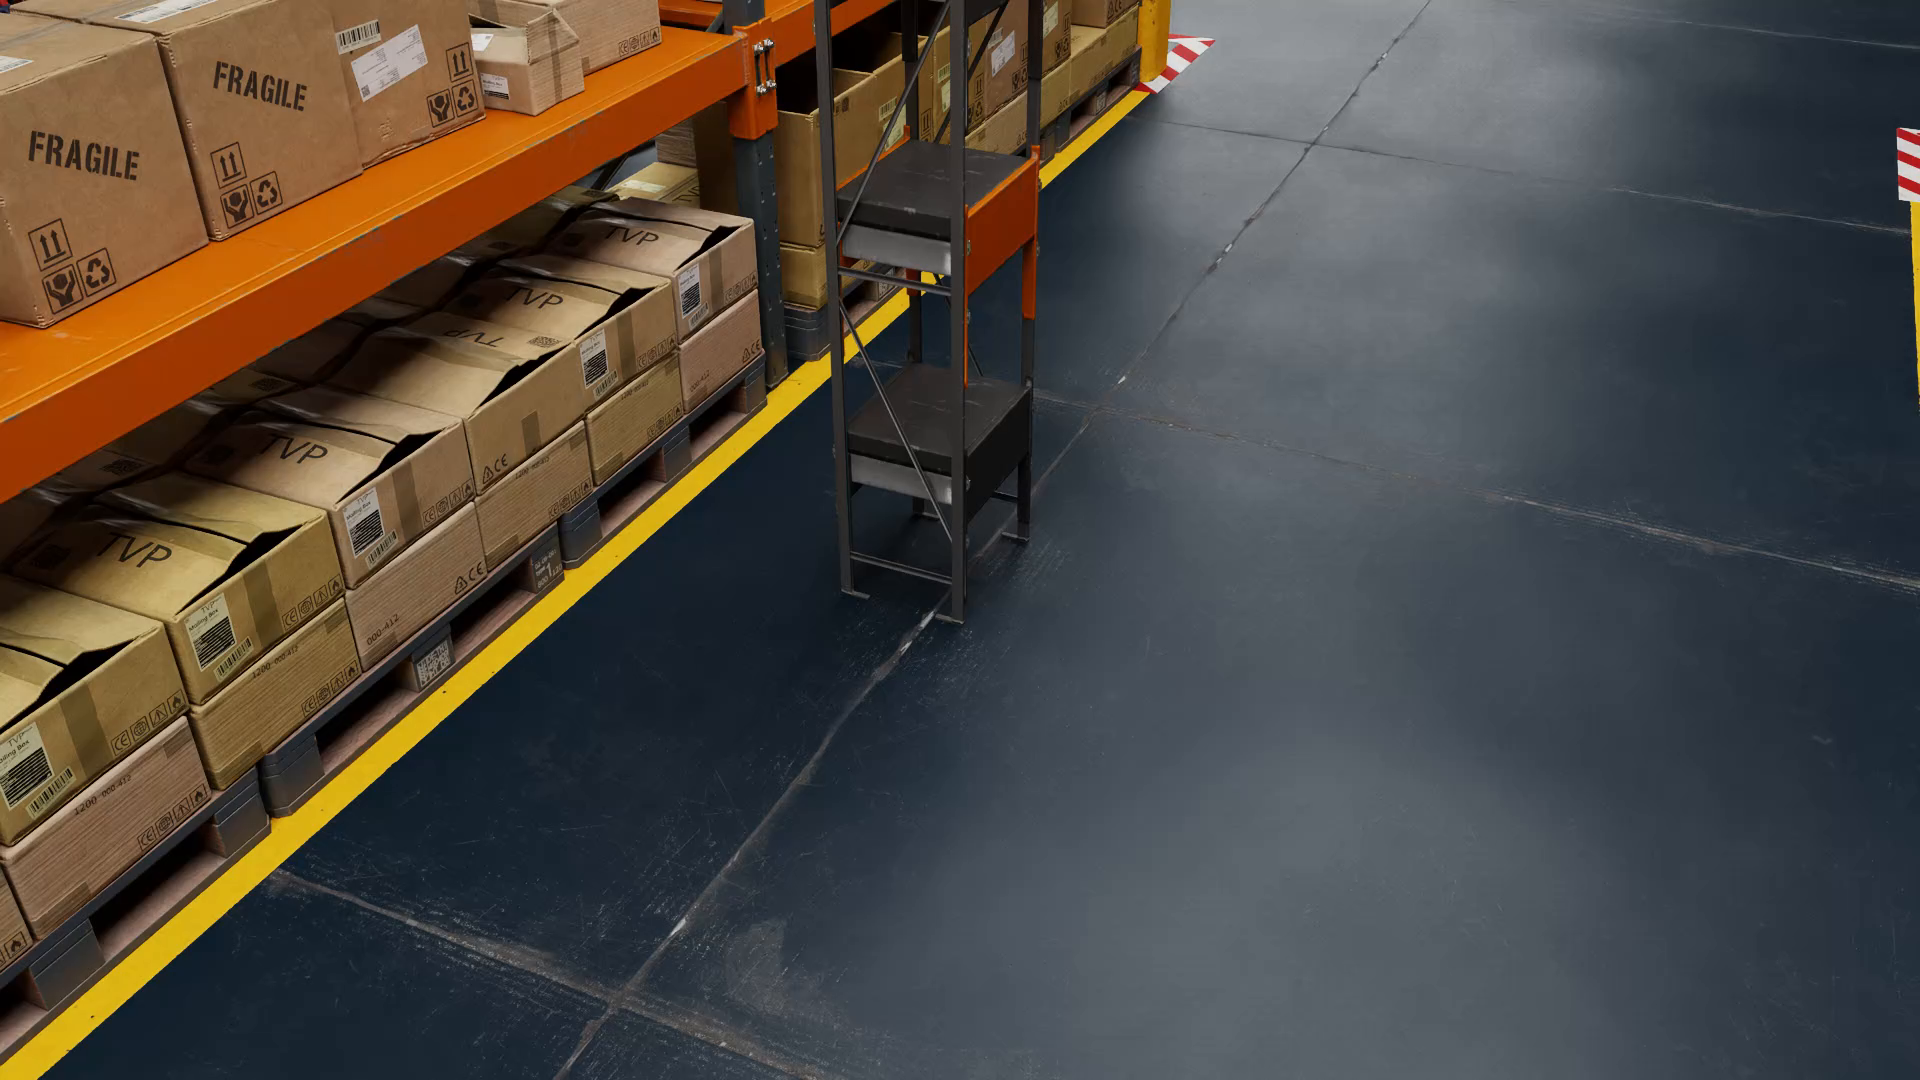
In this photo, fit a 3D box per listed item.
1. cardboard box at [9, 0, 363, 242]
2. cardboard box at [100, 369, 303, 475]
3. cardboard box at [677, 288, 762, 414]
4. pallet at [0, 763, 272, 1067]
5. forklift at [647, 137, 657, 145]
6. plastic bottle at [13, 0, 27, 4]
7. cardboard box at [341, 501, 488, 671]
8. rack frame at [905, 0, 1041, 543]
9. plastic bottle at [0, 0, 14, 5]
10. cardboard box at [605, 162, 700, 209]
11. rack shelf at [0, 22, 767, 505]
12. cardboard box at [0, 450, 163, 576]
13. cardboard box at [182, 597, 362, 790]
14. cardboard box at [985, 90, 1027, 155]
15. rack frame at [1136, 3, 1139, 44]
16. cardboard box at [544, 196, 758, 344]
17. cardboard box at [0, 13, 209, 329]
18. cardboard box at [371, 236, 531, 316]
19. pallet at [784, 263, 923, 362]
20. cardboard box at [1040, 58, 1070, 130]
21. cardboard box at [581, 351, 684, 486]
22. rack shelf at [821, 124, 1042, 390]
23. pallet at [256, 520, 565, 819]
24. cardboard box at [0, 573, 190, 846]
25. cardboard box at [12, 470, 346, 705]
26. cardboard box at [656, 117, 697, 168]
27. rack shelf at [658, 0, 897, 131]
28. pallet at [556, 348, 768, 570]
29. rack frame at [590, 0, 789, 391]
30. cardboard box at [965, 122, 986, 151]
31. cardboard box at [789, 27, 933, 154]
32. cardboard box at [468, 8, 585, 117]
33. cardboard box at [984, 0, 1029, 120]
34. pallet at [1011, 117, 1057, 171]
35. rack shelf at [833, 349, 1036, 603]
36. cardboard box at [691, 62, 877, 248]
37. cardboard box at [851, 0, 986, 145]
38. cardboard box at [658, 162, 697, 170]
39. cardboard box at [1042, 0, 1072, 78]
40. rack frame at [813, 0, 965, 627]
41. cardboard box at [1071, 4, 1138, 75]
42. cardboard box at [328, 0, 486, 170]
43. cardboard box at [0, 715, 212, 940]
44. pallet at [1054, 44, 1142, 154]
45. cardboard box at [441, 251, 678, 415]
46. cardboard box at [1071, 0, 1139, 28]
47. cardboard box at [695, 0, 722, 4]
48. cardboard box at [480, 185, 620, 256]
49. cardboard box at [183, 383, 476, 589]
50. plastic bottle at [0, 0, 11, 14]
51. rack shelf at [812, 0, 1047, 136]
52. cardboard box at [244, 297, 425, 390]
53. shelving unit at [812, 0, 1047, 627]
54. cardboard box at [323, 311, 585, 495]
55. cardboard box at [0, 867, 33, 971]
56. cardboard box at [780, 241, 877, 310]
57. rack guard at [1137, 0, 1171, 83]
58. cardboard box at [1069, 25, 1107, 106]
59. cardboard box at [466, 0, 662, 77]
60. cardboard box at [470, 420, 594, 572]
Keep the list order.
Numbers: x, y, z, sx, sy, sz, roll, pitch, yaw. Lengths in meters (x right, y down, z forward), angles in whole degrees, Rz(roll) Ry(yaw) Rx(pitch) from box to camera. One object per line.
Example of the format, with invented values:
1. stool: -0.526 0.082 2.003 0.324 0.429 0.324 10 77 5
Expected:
1. cardboard box: -1.881 -1.097 4.096 0.500 0.500 0.500 14 36 21
2. cardboard box: -2.156 -0.291 4.572 0.500 0.311 0.500 15 36 22
3. cardboard box: -1.025 -0.698 5.704 0.500 0.250 0.500 14 36 20
4. pallet: -2.409 0.812 3.820 1.003 0.211 1.213 14 36 20
5. forklift: -2.597 -2.711 6.712 1.130 2.935 3.031 19 38 27
6. plastic bottle: -5.208 -2.989 9.223 0.097 0.201 0.097 0 33 0
7. cardboard box: -1.667 0.061 4.546 0.500 0.250 0.500 15 36 21
8. rack frame: 0.033 -0.917 4.734 0.400 2.100 0.015 14 36 20
9. plastic bottle: -5.251 -2.966 9.125 0.097 0.271 0.097 0 33 0
10. cardboard box: -1.120 -1.253 6.549 0.500 0.250 0.500 14 36 20
11. rack shelf: -1.952 -0.649 4.160 1.077 0.370 4.000 14 36 20
12. cardboard box: -2.368 -0.042 4.192 0.500 0.311 0.500 14 36 20
13. cardboard box: -1.881 0.316 4.157 0.500 0.250 0.500 13 36 19
14. cardboard box: -0.014 -1.879 7.505 0.500 0.250 0.500 14 36 20
15. rack frame: 0.558 -3.938 8.520 1.000 3.000 0.127 14 36 20
16. cardboard box: -1.024 -0.939 5.559 0.500 0.311 0.500 14 36 20
17. cardboard box: -2.102 -0.835 3.696 0.500 0.500 0.500 12 35 18
18. cardboard box: -1.729 -0.809 5.362 0.500 0.311 0.500 14 36 20
19. pallet: -0.745 -1.166 6.836 1.003 0.211 1.213 14 36 20
20. cardboard box: 0.196 -2.128 7.884 0.500 0.250 0.500 14 36 20
21. cardboard box: -1.239 -0.447 5.321 0.500 0.250 0.500 14 36 20
22. rack shelf: -0.069 -0.784 4.556 0.431 0.518 0.480 14 36 20
23. pallet: -1.897 0.206 4.743 1.003 0.211 1.213 14 36 20
24. cardboard box: -2.091 0.329 3.626 0.500 0.311 0.500 13 36 19
25. cardboard box: -1.875 0.076 4.012 0.500 0.311 0.500 13 35 19
26. cardboard box: -0.900 -1.813 6.719 0.500 0.500 0.500 14 36 20
27. rack shelf: -0.279 -2.641 7.198 1.077 0.370 4.000 14 36 20
28. pallet: -1.388 -0.404 5.673 1.003 0.211 1.213 14 36 20
29. rack frame: -1.115 -1.946 5.482 1.000 3.000 0.127 14 36 20
30. cardboard box: -0.218 -1.629 7.123 0.500 0.250 0.500 14 36 20
31. cardboard box: -0.435 -1.695 6.540 0.500 0.500 0.500 14 36 20
32. cardboard box: -1.316 -1.409 4.787 0.396 0.266 0.258 13 36 19
33. cardboard box: -0.011 -2.192 7.298 0.500 0.500 0.500 14 36 20
34. pallet: -0.235 -1.776 7.766 1.003 0.211 1.213 14 36 20
35. rack shelf: -0.069 -0.199 4.940 0.431 0.518 0.480 14 36 20
36. cardboard box: -0.637 -1.444 6.158 0.500 0.500 0.500 14 36 20
37. cardboard box: -0.219 -1.942 6.917 0.500 0.500 0.500 14 36 20
38. cardboard box: -0.902 -1.499 6.926 0.500 0.250 0.500 14 36 20
39. cardboard box: 0.199 -2.440 7.677 0.500 0.500 0.500 14 36 20
40. rack frame: -0.171 -0.674 4.363 0.400 2.100 0.015 14 36 20
41. cardboard box: 0.602 -2.629 8.648 0.500 0.250 0.500 14 36 20
42. cardboard box: -1.672 -1.346 4.477 0.500 0.500 0.500 17 37 24
43. cardboard box: -2.093 0.577 3.760 0.500 0.250 0.500 13 35 19
44. pallet: 0.276 -2.381 8.689 1.003 0.211 1.213 14 36 20
45. cardboard box: -1.236 -0.678 5.162 0.500 0.311 0.500 15 36 22
46. cardboard box: 0.604 -2.942 8.442 0.500 0.500 0.500 14 36 20
47. cardboard box: -0.935 -2.210 5.794 0.700 0.500 0.500 13 36 19
48. cardboard box: -1.514 -1.057 5.740 0.500 0.311 0.500 14 36 21
49. cardboard box: -1.661 -0.180 4.403 0.500 0.311 0.500 14 36 20
50. plastic bottle: -4.819 -2.561 8.435 0.144 0.351 0.185 13 35 18
51. rack shelf: -0.069 -1.370 4.172 0.431 0.518 0.480 14 36 20
52. cardboard box: -1.944 -0.551 4.968 0.500 0.311 0.500 13 35 19
53. shelving unit: -0.069 -0.796 4.549 0.431 2.100 0.503 14 36 20
54. cardboard box: -1.447 -0.430 4.783 0.500 0.311 0.500 14 36 20
55. cardboard box: -2.303 0.827 3.377 0.500 0.250 0.500 14 36 20
56. cardboard box: -0.646 -1.133 6.367 0.500 0.250 0.500 14 36 20
57. rack guard: 0.568 -2.905 9.224 1.175 0.500 0.348 14 36 20
58. cardboard box: 0.404 -2.377 8.264 0.500 0.250 0.500 14 36 20
59. cardboard box: -1.282 -1.628 5.134 0.500 0.250 0.500 17 37 23
60. cardboard box: -1.452 -0.192 4.932 0.500 0.250 0.500 15 36 22
